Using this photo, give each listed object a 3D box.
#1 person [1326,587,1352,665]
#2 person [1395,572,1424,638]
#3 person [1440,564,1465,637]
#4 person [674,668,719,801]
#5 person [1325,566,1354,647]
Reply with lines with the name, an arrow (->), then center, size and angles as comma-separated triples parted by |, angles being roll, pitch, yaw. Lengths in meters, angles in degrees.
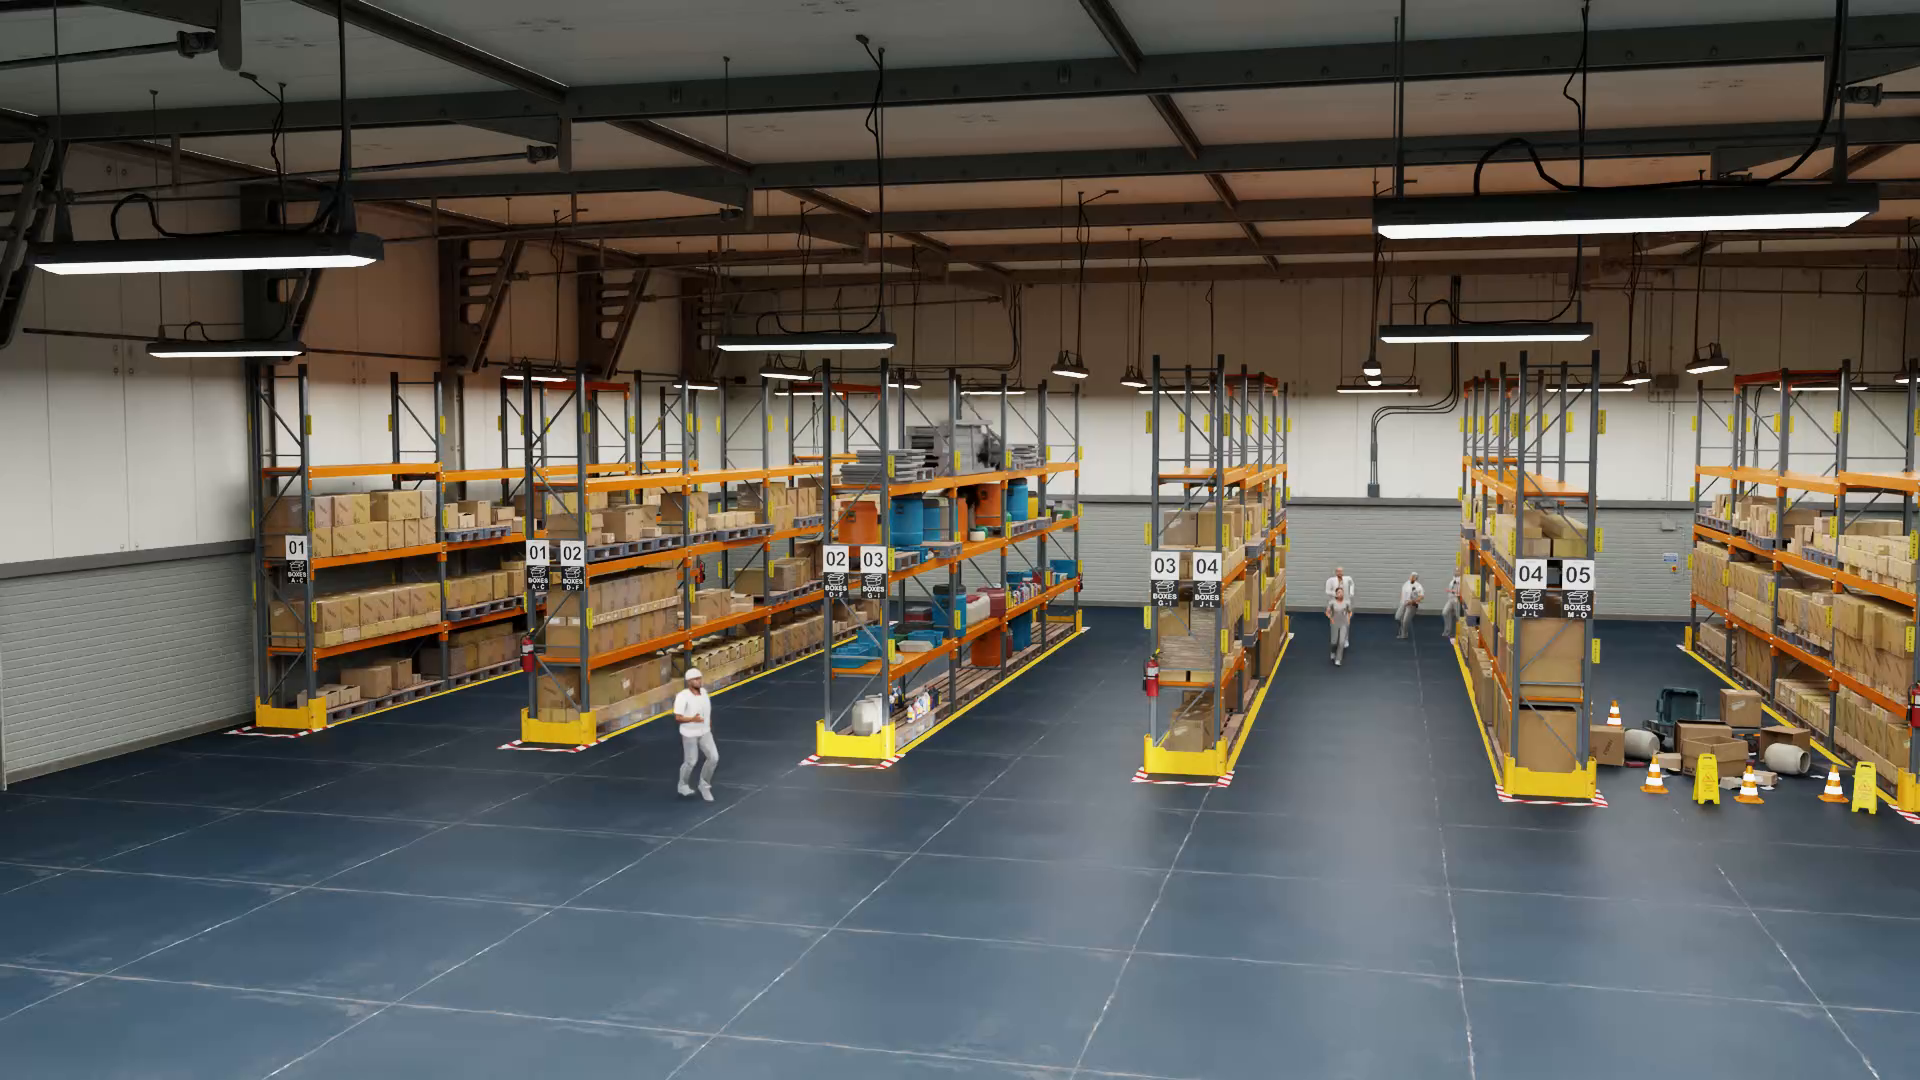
person -> 7.916, 1.794, 34.729 | 0.549, 1.624, 0.558 | 0, 4, 5
person -> 10.545, 1.530, 38.995 | 0.719, 1.590, 0.563 | 3, 5, 41
person -> 11.757, 1.457, 39.174 | 0.762, 1.799, 0.739 | 0, 4, -7
person -> -3.511, 2.605, 22.143 | 0.738, 1.806, 0.671 | 4, 6, 44
person -> 8.670, 1.524, 37.992 | 0.638, 1.787, 0.898 | 1, 4, 12
